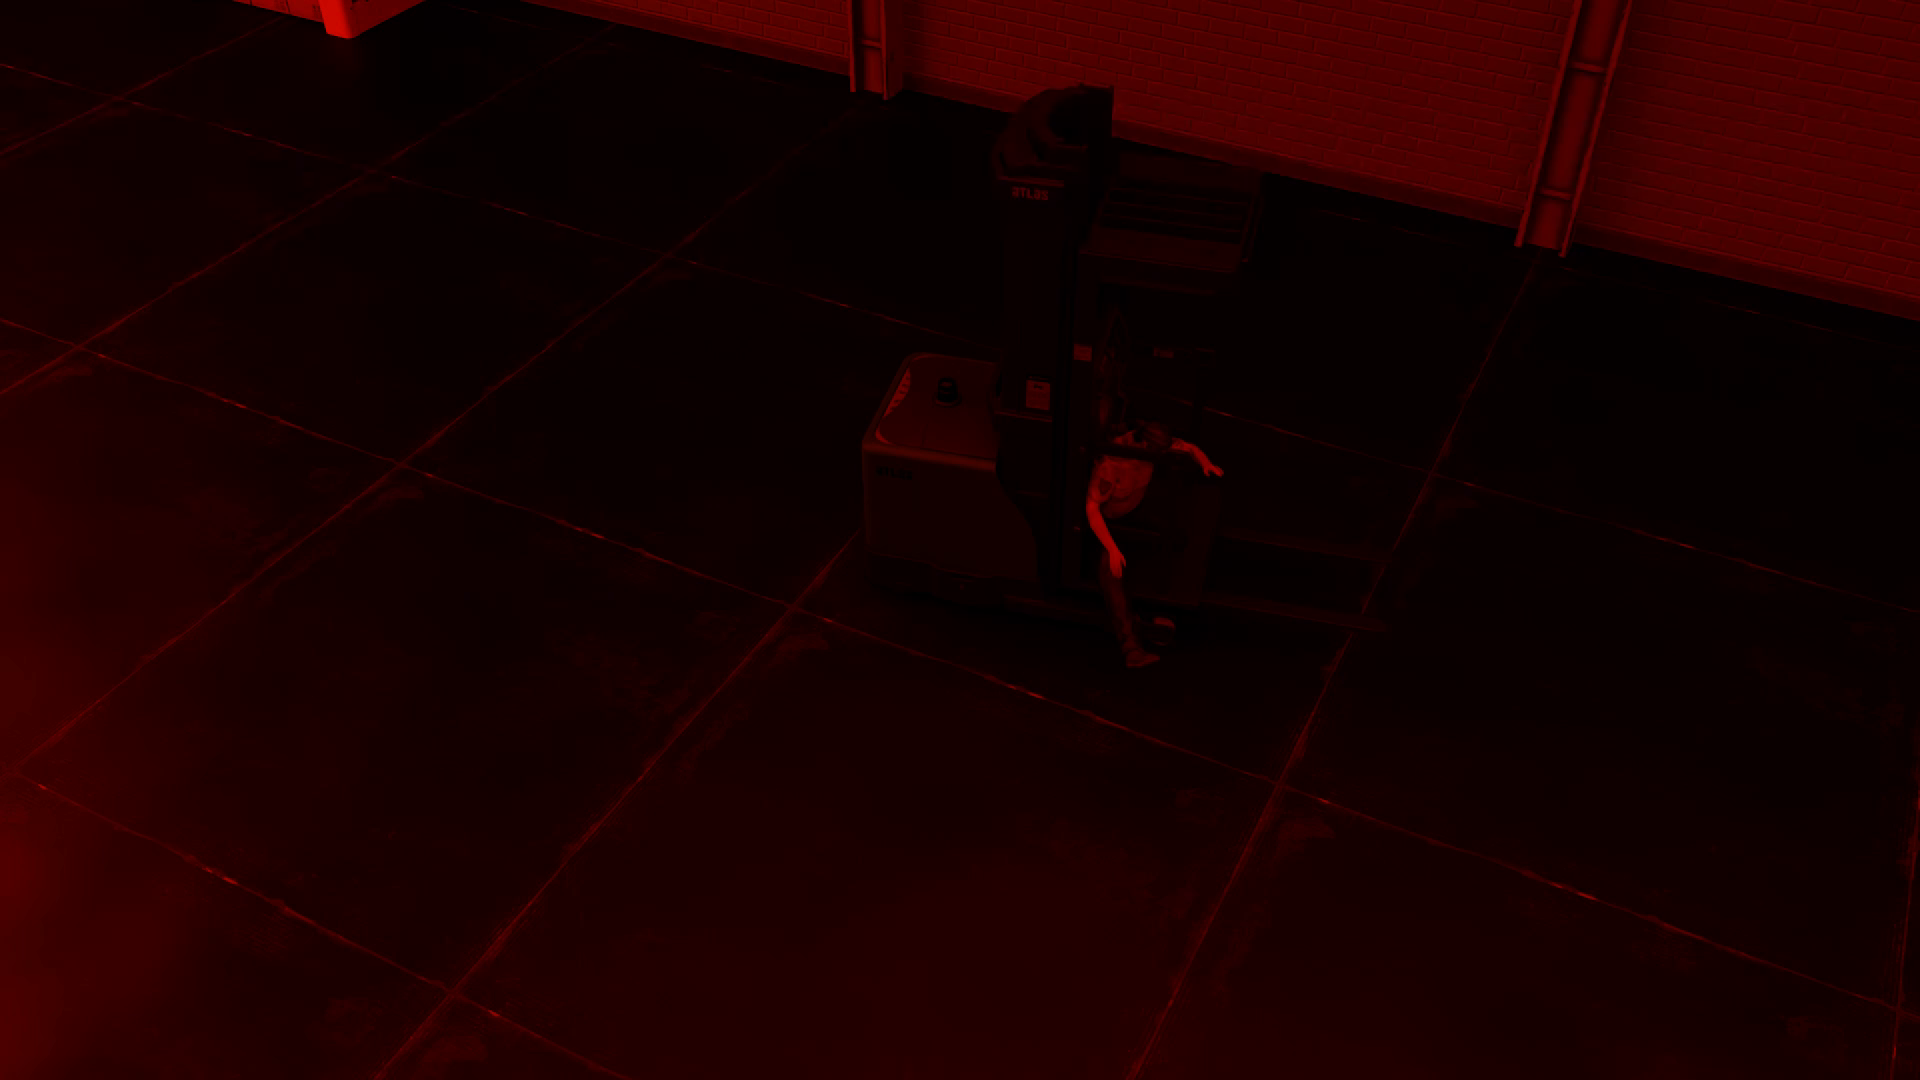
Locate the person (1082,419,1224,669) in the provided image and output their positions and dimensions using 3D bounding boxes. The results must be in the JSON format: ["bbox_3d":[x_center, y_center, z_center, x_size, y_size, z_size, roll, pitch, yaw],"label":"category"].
[{"bbox_3d":[1.078,-0.102,9.267,1.010,1.201,1.127,-26,46,-27],"label":"person"}]

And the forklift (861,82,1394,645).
[{"bbox_3d":[1.007,-0.898,9.053,3.031,2.935,1.130,10,41,11],"label":"forklift"}]
